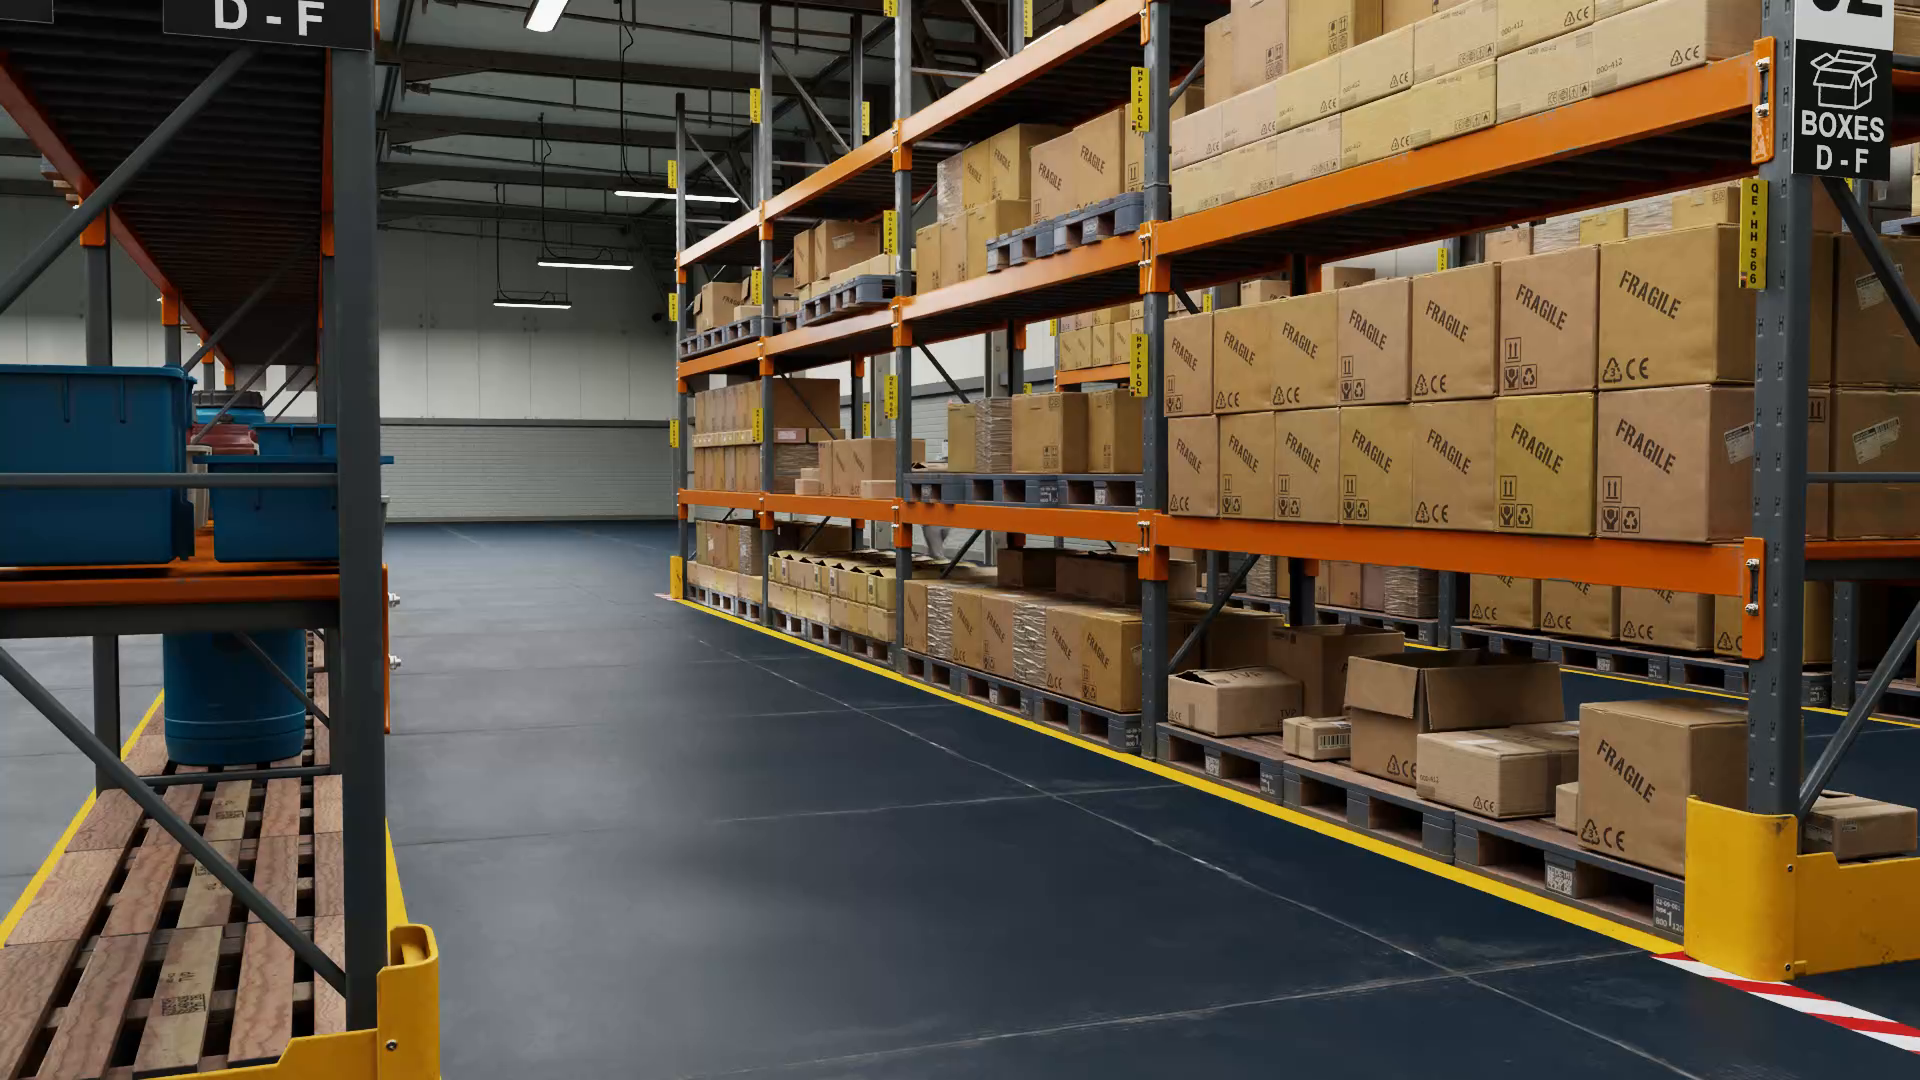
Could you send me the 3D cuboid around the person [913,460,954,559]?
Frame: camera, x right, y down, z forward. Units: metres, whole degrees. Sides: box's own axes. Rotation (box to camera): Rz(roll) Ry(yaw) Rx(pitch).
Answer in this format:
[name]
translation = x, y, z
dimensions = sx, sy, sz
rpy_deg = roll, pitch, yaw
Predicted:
[person]
translation = -0.324, -0.103, 19.441
dimensions = 0.854, 1.680, 0.511
rpy_deg = 2, 3, 44
